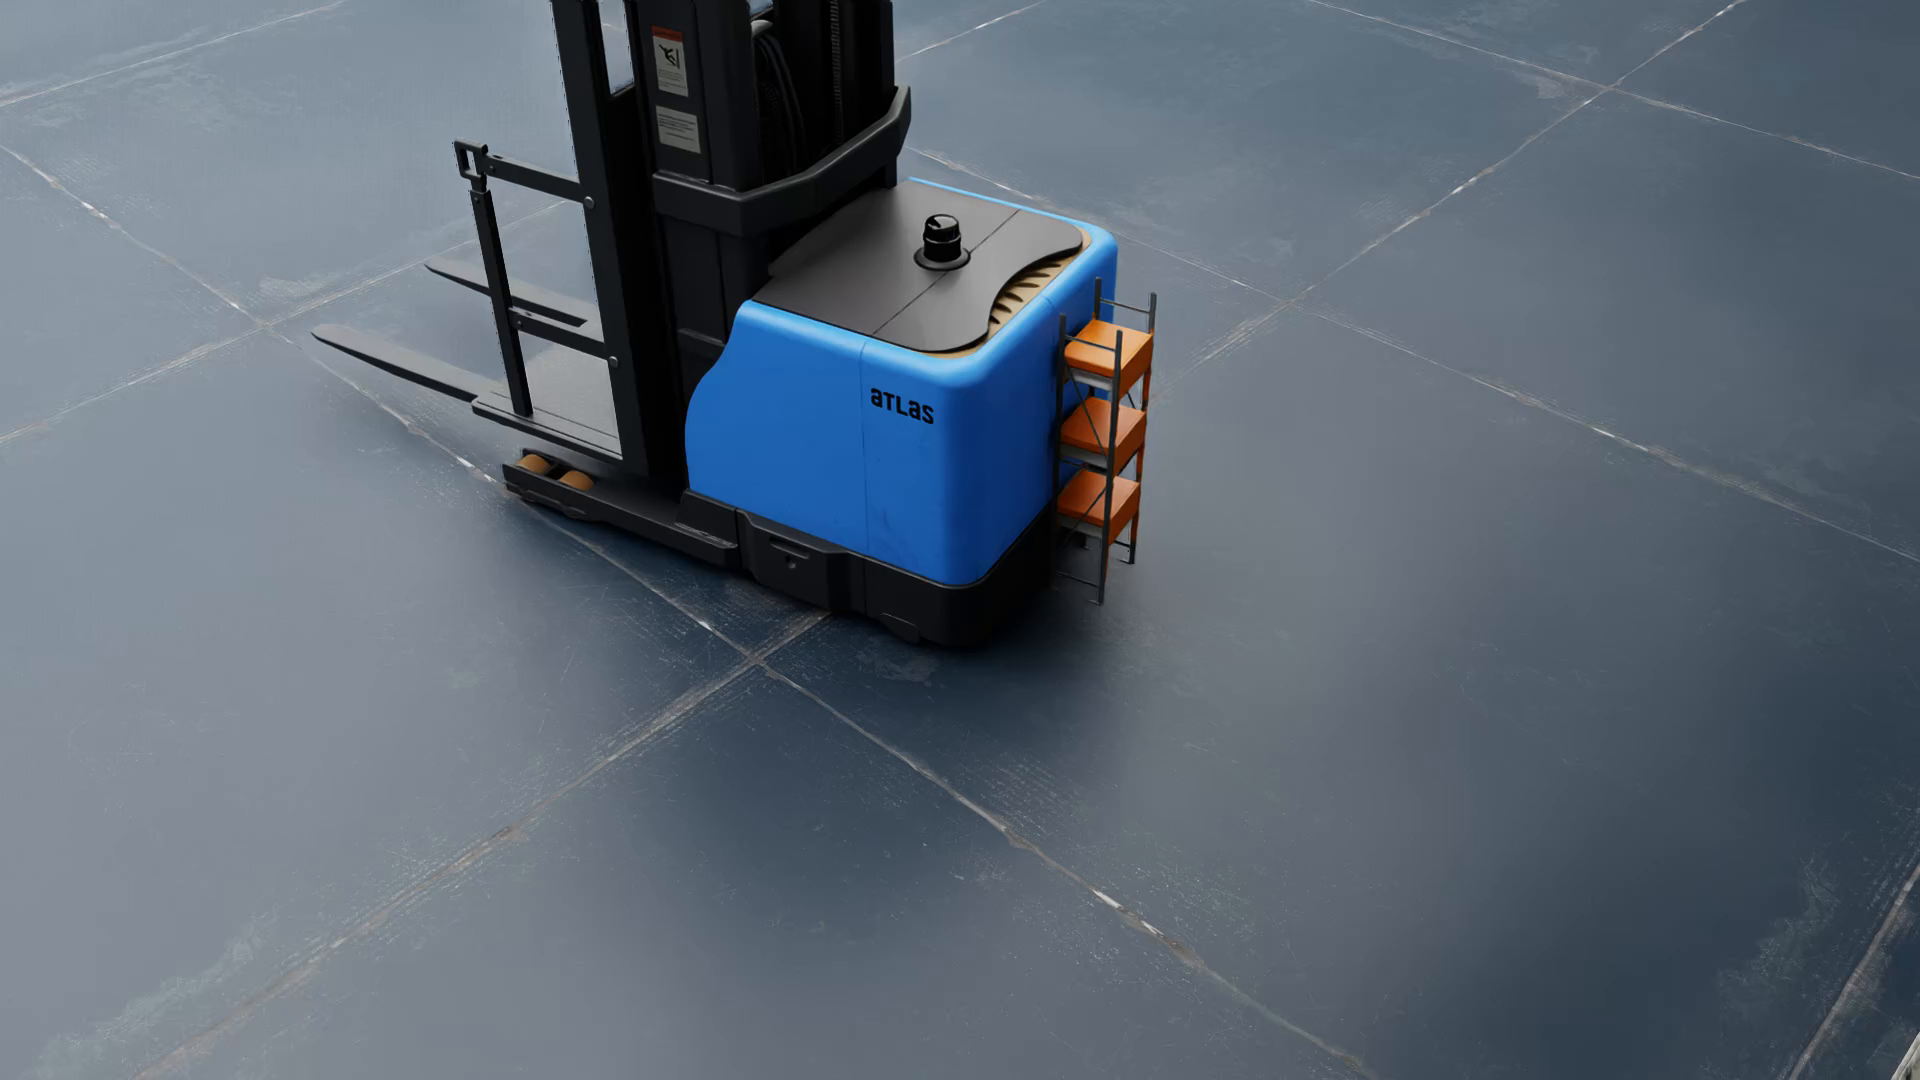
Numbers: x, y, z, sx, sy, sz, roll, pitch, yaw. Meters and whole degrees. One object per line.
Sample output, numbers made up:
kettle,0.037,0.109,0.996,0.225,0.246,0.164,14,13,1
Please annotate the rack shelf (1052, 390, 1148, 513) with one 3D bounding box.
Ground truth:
rack shelf,0.442,-0.282,5.268,0.215,0.259,0.240,19,42,22

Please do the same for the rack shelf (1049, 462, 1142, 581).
rack shelf,0.442,-0.065,5.441,0.215,0.259,0.240,19,42,22

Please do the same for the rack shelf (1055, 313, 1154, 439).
rack shelf,0.442,-0.504,5.092,0.215,0.259,0.240,19,42,22

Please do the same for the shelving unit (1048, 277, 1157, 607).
shelving unit,0.442,-0.291,5.262,0.215,1.050,0.252,19,42,22

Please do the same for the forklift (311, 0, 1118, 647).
forklift,-1.021,-1.485,5.252,3.031,2.935,1.130,20,43,23

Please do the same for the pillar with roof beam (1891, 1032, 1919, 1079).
pillar with roof beam,-1.372,-3.556,2.982,9.100,9.000,0.400,30,47,32

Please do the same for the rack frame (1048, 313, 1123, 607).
rack frame,0.383,-0.224,5.178,0.200,1.050,0.008,19,42,22

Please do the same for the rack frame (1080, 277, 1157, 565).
rack frame,0.502,-0.357,5.345,0.200,1.050,0.008,19,42,22
